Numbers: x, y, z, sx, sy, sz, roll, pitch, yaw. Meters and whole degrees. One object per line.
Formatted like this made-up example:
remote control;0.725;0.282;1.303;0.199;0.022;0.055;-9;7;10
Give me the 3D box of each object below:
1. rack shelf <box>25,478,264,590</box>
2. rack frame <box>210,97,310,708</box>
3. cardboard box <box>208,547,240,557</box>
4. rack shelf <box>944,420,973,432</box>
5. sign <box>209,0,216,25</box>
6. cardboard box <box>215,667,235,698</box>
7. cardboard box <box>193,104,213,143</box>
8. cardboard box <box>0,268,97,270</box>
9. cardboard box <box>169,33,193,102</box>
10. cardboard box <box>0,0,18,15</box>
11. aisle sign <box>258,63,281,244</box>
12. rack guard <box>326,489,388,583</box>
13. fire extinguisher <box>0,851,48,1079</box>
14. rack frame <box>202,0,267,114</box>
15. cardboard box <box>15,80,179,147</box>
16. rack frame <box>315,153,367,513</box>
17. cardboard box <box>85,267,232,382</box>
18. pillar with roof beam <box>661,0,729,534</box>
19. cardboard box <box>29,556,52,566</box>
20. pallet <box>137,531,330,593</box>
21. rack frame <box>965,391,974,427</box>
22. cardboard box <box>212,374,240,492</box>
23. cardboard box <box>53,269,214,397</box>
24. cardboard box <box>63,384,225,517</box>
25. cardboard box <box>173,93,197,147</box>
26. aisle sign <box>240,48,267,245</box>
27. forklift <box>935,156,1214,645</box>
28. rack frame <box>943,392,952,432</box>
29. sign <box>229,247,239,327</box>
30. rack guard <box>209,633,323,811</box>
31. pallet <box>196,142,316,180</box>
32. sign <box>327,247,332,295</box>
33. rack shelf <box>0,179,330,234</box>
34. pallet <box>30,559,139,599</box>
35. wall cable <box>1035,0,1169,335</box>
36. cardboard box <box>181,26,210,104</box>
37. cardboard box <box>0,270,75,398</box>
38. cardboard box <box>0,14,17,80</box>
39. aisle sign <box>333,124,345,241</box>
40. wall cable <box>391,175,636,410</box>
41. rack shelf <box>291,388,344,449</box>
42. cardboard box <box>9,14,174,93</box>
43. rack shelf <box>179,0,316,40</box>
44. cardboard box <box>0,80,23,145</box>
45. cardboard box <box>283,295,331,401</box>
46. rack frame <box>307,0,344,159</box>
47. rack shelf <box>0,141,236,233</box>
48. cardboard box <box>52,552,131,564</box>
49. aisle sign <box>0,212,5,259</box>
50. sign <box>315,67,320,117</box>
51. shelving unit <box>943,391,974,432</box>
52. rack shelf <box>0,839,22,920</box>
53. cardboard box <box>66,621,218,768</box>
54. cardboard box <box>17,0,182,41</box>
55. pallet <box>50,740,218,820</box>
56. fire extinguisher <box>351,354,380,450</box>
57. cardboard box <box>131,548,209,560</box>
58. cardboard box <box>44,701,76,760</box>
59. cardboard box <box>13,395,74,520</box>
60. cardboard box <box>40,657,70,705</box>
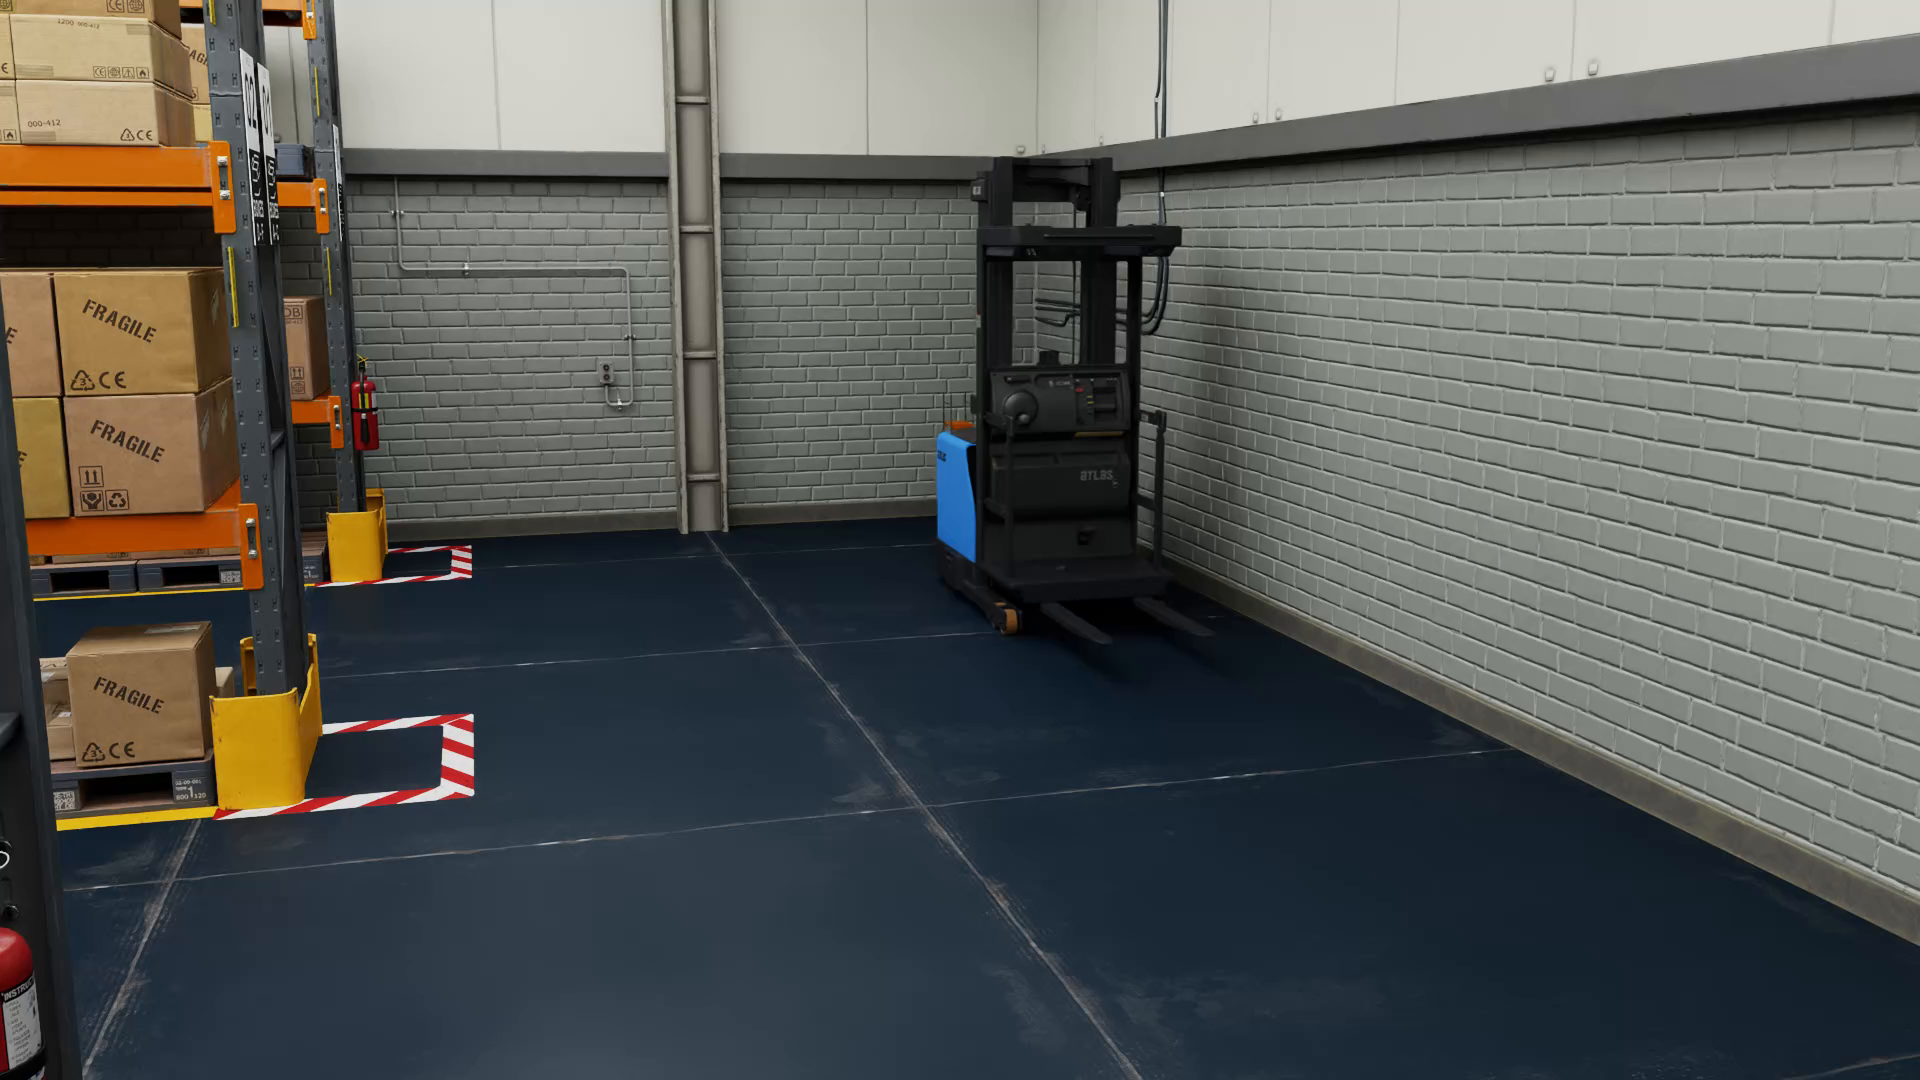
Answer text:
rack shelf;-5.050;0.040;7.034;4.000;0.370;1.077;-3;11;-16
rack frame;-3.130;-0.415;7.518;0.127;3.000;1.000;-3;11;-16
cardboard box;-5.162;-0.201;12.096;0.500;0.500;0.700;-3;11;-16
rack shelf;-0.014;-0.900;13.377;0.180;0.103;0.258;-3;11;-16
sign;-2.994;-2.229;6.637;0.005;0.325;0.100;-3;11;-16
cardboard box;-3.628;0.732;7.946;0.250;0.149;0.380;-3;11;-16
cardboard box;-5.147;-2.850;11.438;0.500;0.250;0.500;-3;11;-14
cardboard box;-4.129;-0.952;7.395;0.500;0.500;0.500;-3;11;-15
cardboard box;-3.696;-2.082;7.320;0.500;0.250;0.500;-3;11;-16
cardboard box;-4.122;-2.392;6.933;0.500;0.500;0.700;-3;11;-16
aisle sign;-3.146;-1.748;7.579;0.004;0.787;0.394;-3;11;-16
rack guard;-4.495;-0.048;12.428;0.348;0.500;1.175;-3;11;-16
fire extinguisher;-1.477;0.739;2.493;0.183;0.674;0.296;-3;11;-16
rack frame;-3.130;-3.366;6.975;0.127;3.000;1.000;-3;11;-16
cardboard box;-3.549;-1.745;6.870;0.500;0.250;0.500;-3;11;-16
rack frame;-4.518;-1.276;12.195;0.127;3.000;1.000;-3;11;-16
cardboard box;-3.629;-0.980;7.546;0.500;0.500;0.500;-3;11;-14
pillar with roof beam;-0.964;-3.765;9.146;0.400;9.000;9.100;-3;11;-16
cardboard box;-6.635;-0.122;11.666;0.500;0.500;0.700;-3;11;-15
pallet;-5.264;0.149;12.154;1.213;0.211;1.003;-3;11;-16
rack frame;0.074;-0.594;13.459;0.006;1.200;0.240;-3;11;-16
cardboard box;-3.629;-0.488;7.636;0.500;0.500;0.500;-3;11;-15
cardboard box;-3.480;-0.886;7.037;0.500;0.500;0.500;-3;11;-16
cardboard box;-3.484;-0.395;7.129;0.500;0.500;0.500;-3;11;-14
cardboard box;-3.694;-1.835;7.359;0.500;0.250;0.500;-3;11;-16
aisle sign;-2.978;-1.644;7.012;0.004;0.787;0.394;-3;11;-16
forklift;0.707;-0.930;10.501;1.130;2.935;3.031;-3;11;-15
rack frame;-0.102;-0.585;13.409;0.006;1.200;0.240;-3;11;-16
sign;-2.994;-1.043;6.855;0.005;0.325;0.100;-3;11;-16
rack guard;-3.203;0.818;7.724;0.348;0.500;1.175;-3;11;-16
pallet;-5.227;-2.669;11.718;1.213;0.211;1.003;-3;11;-16
sign;-4.379;-1.867;11.552;0.005;0.325;0.100;-3;11;-16
rack shelf;-6.438;-2.297;11.439;4.000;0.370;1.077;-3;11;-16
pallet;-6.433;0.210;11.822;1.213;0.211;1.003;-3;11;-16
wall cable;1.013;-2.924;13.150;0.112;2.526;3.097;-3;11;-16
cardboard box;-5.144;-3.218;11.363;0.500;0.500;0.500;-3;11;-16
cardboard box;-3.965;-0.860;6.897;0.500;0.500;0.500;-3;11;-14
cardboard box;-4.032;-1.967;6.695;0.500;0.250;0.500;-3;11;-16
aisle sign;-4.365;-2.506;11.696;0.004;0.787;0.394;-3;11;-16
wall cable;-3.553;-2.005;13.348;1.851;1.984;0.084;-3;11;-16
rack shelf;-6.438;-0.821;11.710;4.000;0.370;1.077;-3;11;-16
cardboard box;-3.552;-1.992;6.833;0.500;0.250;0.500;-3;11;-16
rack shelf;-6.438;-3.575;11.203;4.000;0.370;1.077;-3;11;-16
cardboard box;-4.032;-1.722;6.743;0.500;0.250;0.500;-3;11;-16
cardboard box;-5.005;-1.396;12.018;0.700;0.700;0.980;-3;11;-13
rack frame;-4.518;-4.227;11.652;0.127;3.000;1.000;-3;11;-16
rack shelf;-5.050;-1.436;6.762;4.000;0.370;1.077;-3;11;-16
cardboard box;-6.125;-0.150;11.820;0.500;0.500;0.700;-3;11;-18
aisle sign;-1.763;-0.888;2.905;0.004;0.787;0.394;-3;11;-16
sign;-4.379;-3.053;11.334;0.005;0.325;0.100;-3;11;-16
shelving unit;-0.014;-0.589;13.434;0.189;1.200;0.258;-3;11;-16
rack shelf;-3.669;0.901;2.355;4.000;0.370;1.077;-3;11;-16
cardboard box;-3.583;0.668;7.323;0.500;0.500;0.500;-3;11;-16
cardboard box;-3.618;-2.403;6.991;0.500;0.500;0.700;-3;11;-16
pallet;-3.968;1.000;7.530;1.213;0.211;1.003;-3;11;-16
fire extinguisher;-4.244;-0.982;11.841;0.183;0.674;0.296;-3;11;-16
cardboard box;-5.642;-0.175;11.959;0.500;0.500;0.700;-3;11;-16
cardboard box;-3.997;0.837;7.327;0.250;0.166;0.380;-3;11;-16
cardboard box;-3.981;-0.368;6.983;0.500;0.500;0.500;-3;11;-15
cardboard box;-4.211;0.724;7.708;0.500;0.250;0.500;-3;11;-16
